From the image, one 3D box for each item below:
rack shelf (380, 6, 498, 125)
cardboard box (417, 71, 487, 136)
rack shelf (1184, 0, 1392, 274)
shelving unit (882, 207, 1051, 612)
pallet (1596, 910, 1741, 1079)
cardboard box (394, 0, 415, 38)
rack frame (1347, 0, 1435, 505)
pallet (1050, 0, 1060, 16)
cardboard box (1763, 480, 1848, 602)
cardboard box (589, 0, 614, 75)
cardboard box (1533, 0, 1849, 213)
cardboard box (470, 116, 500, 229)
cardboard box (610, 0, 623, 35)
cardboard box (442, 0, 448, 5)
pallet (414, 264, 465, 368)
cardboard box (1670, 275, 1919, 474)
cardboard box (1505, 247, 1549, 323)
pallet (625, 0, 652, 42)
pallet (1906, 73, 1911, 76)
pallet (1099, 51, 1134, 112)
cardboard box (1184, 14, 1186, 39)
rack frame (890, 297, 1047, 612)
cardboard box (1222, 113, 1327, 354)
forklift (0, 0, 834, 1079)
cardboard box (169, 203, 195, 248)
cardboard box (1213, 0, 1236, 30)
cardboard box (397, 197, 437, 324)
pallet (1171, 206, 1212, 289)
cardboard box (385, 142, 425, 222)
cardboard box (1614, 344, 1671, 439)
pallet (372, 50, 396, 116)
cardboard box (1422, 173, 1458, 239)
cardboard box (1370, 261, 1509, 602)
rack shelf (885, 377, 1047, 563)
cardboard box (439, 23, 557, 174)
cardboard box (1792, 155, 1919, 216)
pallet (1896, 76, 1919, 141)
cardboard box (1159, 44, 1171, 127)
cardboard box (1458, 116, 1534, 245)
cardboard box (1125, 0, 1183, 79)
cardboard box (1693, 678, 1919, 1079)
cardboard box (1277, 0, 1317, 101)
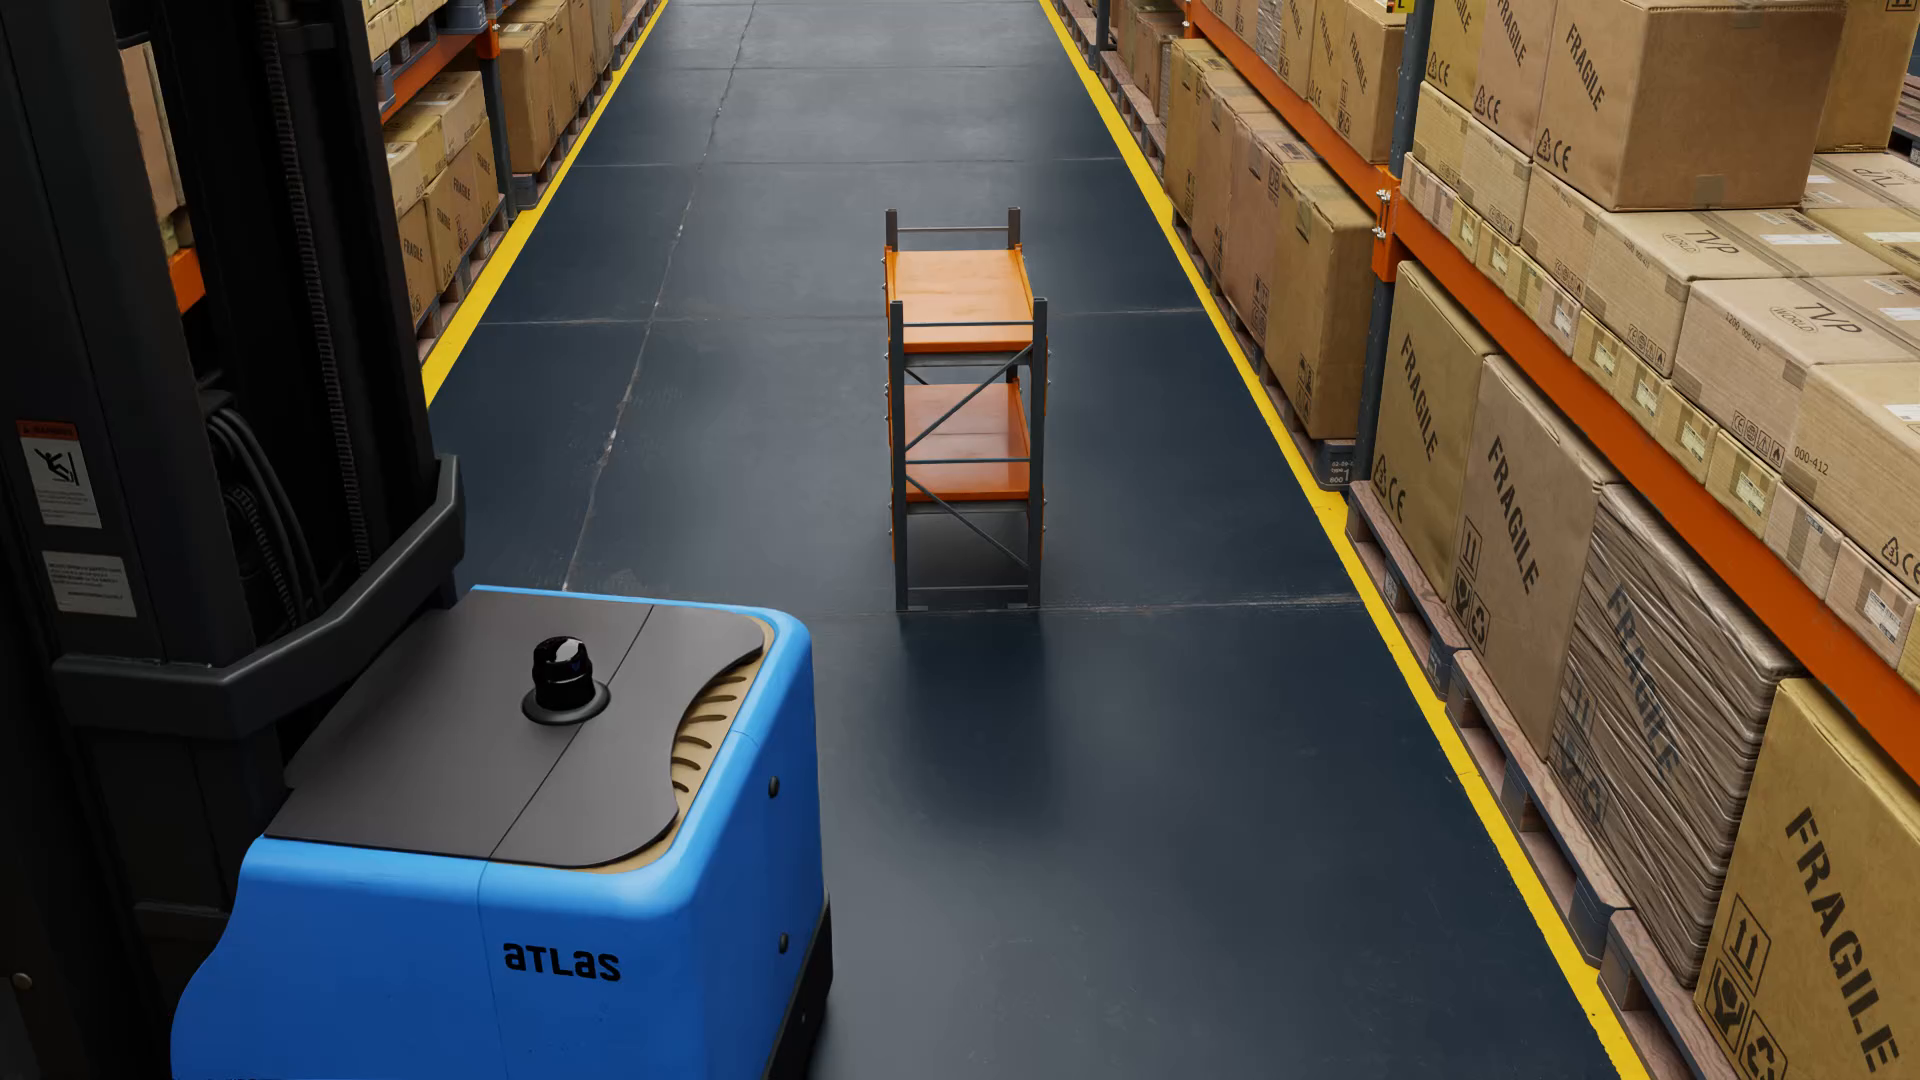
[{"bbox_3d":[-3.041,-1.986,7.593,1.077,0.370,4.000,-1,28,-3],"label":"rack shelf"},{"bbox_3d":[-2.848,-2.330,8.911,0.500,0.250,0.500,-2,28,-4],"label":"cardboard box"},{"bbox_3d":[1.917,-2.059,7.733,1.077,0.370,4.000,-1,28,-3],"label":"rack shelf"},{"bbox_3d":[0.000,-0.496,5.984,0.538,1.125,1.048,-1,28,-3],"label":"shelving unit"},{"bbox_3d":[2.111,1.261,3.603,1.003,0.211,1.213,-1,28,-3],"label":"pallet"},{"bbox_3d":[-2.572,-2.252,7.143,0.380,0.149,0.250,-2,28,-4],"label":"cardboard box"},{"bbox_3d":[2.022,-1.455,5.796,1.000,3.000,0.127,-1,28,-3],"label":"rack frame"},{"bbox_3d":[1.406,-5.349,16.278,1.003,0.211,1.213,-1,28,-3],"label":"pallet"},{"bbox_3d":[1.844,-0.005,3.287,0.380,0.149,0.250,-1,28,-2],"label":"cardboard box"},{"bbox_3d":[-3.232,-3.980,12.617,1.050,0.750,0.750,-2,28,-3],"label":"cardboard box"},{"bbox_3d":[1.841,-1.158,4.255,0.500,0.500,0.500,-2,28,-4],"label":"cardboard box"},{"bbox_3d":[-2.850,-2.009,9.108,0.500,0.500,0.500,-2,28,-3],"label":"cardboard box"},{"bbox_3d":[-3.317,-4.612,13.693,0.875,0.875,0.875,-1,28,-2],"label":"cardboard box"},{"bbox_3d":[-2.611,-2.614,7.836,0.380,0.149,0.250,-3,28,-5],"label":"cardboard box"},{"bbox_3d":[-3.046,-1.070,8.073,1.003,0.211,1.213,-1,28,-3],"label":"pallet"},{"bbox_3d":[1.888,-0.360,3.536,0.500,0.250,0.500,-2,28,-4],"label":"cardboard box"},{"bbox_3d":[1.762,-0.716,4.651,0.380,0.149,0.250,-2,28,-3],"label":"cardboard box"},{"bbox_3d":[-3.383,-4.758,15.144,1.003,0.211,1.213,-1,28,-3],"label":"pallet"},{"bbox_3d":[6.630,-3.671,13.060,1.003,0.211,1.213,-1,28,-3],"label":"pallet"},{"bbox_3d":[1.646,-3.553,12.835,1.003,0.211,1.213,-1,28,-3],"label":"pallet"},{"bbox_3d":[1.710,-3.275,10.701,0.500,0.250,0.500,2,28,3],"label":"cardboard box"},{"bbox_3d":[0.027,-0.261,5.534,0.500,1.125,0.032,-1,28,-3],"label":"rack frame"},{"bbox_3d":[1.921,-1.407,7.547,1.225,0.875,0.875,-2,28,-4],"label":"cardboard box"},{"bbox_3d":[-1.872,-0.085,3.243,3.031,2.935,1.130,4,28,8],"label":"forklift"},{"bbox_3d":[-2.566,-1.028,5.249,0.380,0.149,0.250,-2,28,-4],"label":"cardboard box"},{"bbox_3d":[1.596,-2.877,8.415,0.500,0.500,0.500,-2,28,-4],"label":"cardboard box"},{"bbox_3d":[-2.781,-1.293,7.735,0.500,0.500,0.500,-1,28,-2],"label":"cardboard box"},{"bbox_3d":[1.779,-1.700,9.281,1.003,0.211,1.213,-1,28,-3],"label":"pallet"},{"bbox_3d":[-2.764,-1.621,7.553,0.500,0.250,0.500,0,28,-1],"label":"cardboard box"},{"bbox_3d":[1.804,-0.359,3.966,0.380,0.149,0.250,-1,28,-2],"label":"cardboard box"},{"bbox_3d":[-2.831,-1.653,6.383,1.003,0.211,1.213,-1,28,-3],"label":"pallet"},{"bbox_3d":[1.719,-1.078,5.344,0.380,0.149,0.250,-2,28,-4],"label":"cardboard box"},{"bbox_3d":[1.976,-0.392,5.602,0.875,0.875,0.875,-1,28,-3],"label":"cardboard box"},{"bbox_3d":[0.000,-0.279,6.097,0.538,0.278,1.000,-1,28,-3],"label":"rack shelf"},{"bbox_3d":[-3.088,-2.701,10.164,1.050,0.750,0.750,-2,28,-3],"label":"cardboard box"},{"bbox_3d":[2.363,-0.848,4.473,0.500,0.250,0.500,-1,28,-2],"label":"cardboard box"},{"bbox_3d":[6.697,-3.106,11.977,1.003,0.211,1.213,-1,28,-3],"label":"pallet"},{"bbox_3d":[1.716,-2.954,10.897,0.700,0.500,0.500,-4,28,-7],"label":"cardboard box"},{"bbox_3d":[1.806,-1.067,4.893,0.500,0.250,0.500,-2,28,-3],"label":"cardboard box"},{"bbox_3d":[1.621,-3.731,12.388,0.700,0.500,0.500,-2,28,-3],"label":"cardboard box"},{"bbox_3d":[2.117,0.855,3.211,0.875,0.875,0.875,-1,28,-3],"label":"cardboard box"},{"bbox_3d":[1.671,-2.178,7.075,0.500,0.500,0.500,-2,28,-3],"label":"cardboard box"}]
